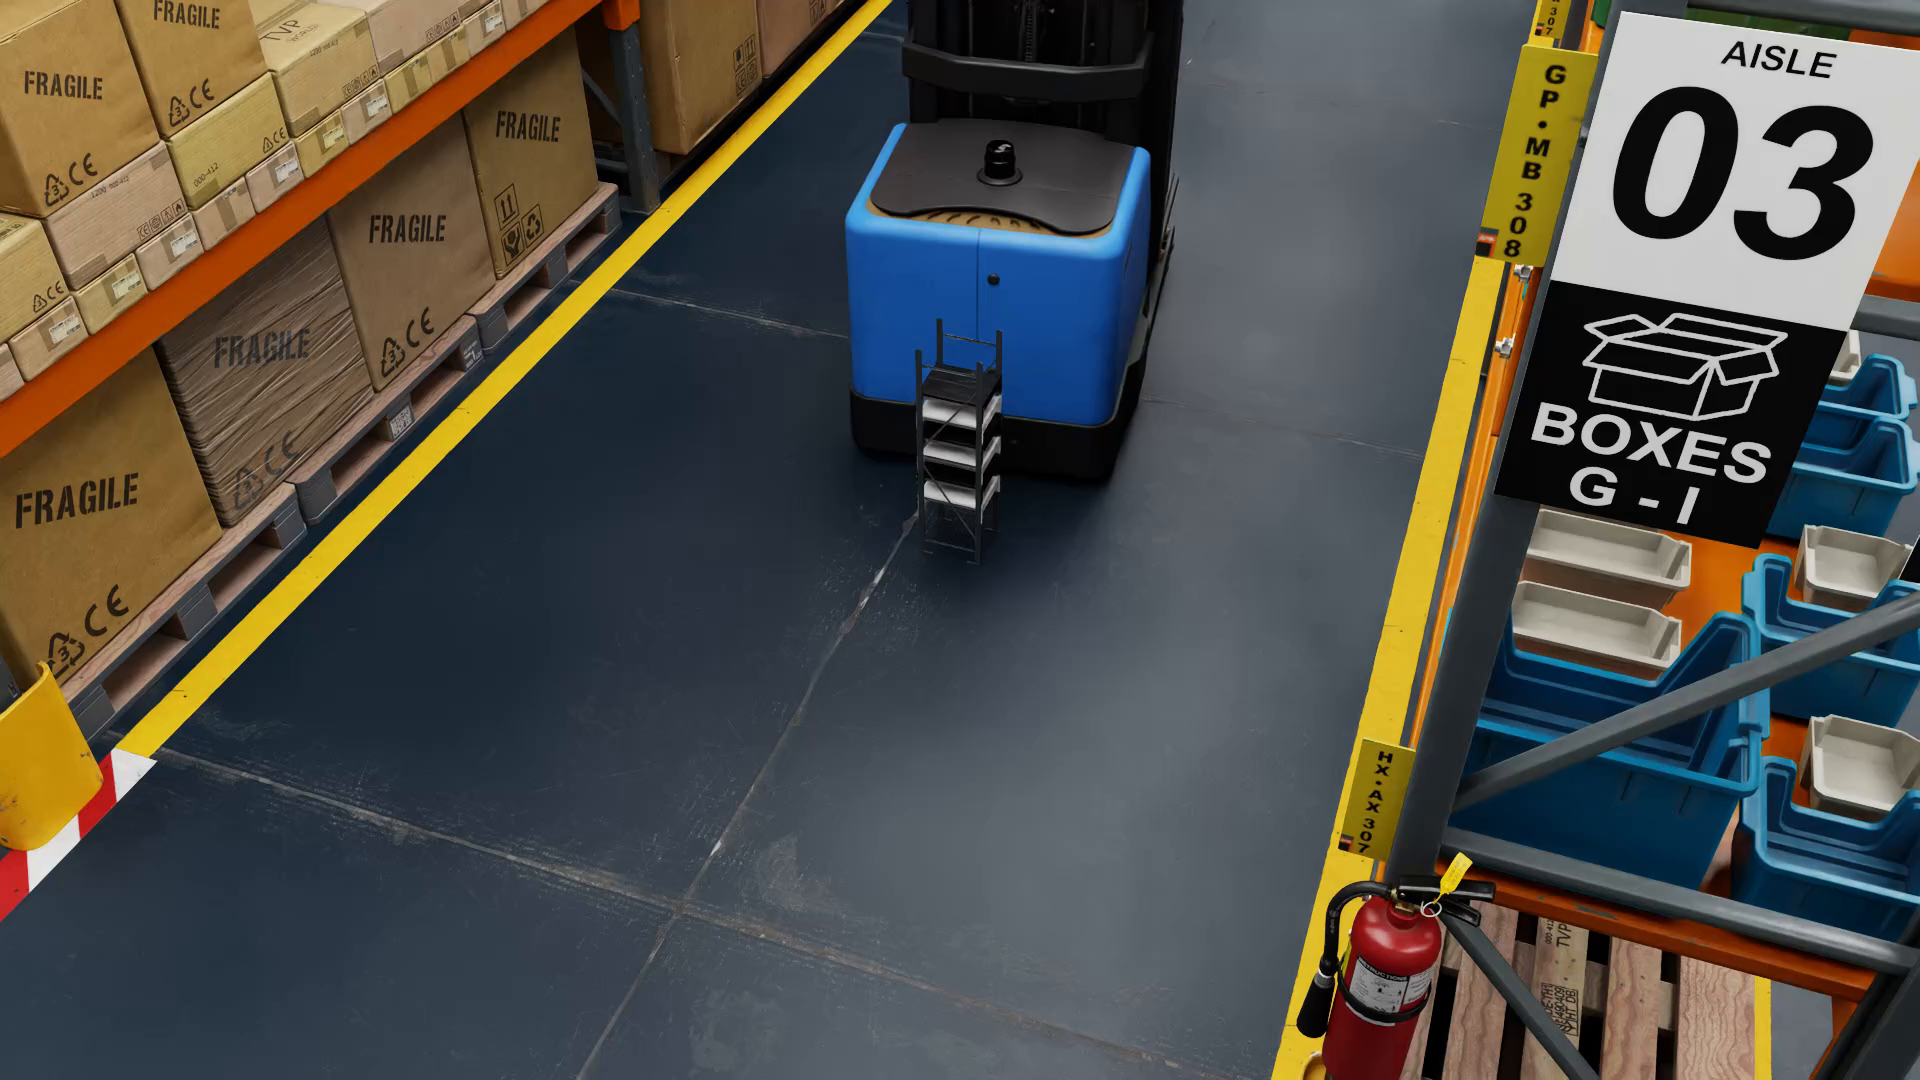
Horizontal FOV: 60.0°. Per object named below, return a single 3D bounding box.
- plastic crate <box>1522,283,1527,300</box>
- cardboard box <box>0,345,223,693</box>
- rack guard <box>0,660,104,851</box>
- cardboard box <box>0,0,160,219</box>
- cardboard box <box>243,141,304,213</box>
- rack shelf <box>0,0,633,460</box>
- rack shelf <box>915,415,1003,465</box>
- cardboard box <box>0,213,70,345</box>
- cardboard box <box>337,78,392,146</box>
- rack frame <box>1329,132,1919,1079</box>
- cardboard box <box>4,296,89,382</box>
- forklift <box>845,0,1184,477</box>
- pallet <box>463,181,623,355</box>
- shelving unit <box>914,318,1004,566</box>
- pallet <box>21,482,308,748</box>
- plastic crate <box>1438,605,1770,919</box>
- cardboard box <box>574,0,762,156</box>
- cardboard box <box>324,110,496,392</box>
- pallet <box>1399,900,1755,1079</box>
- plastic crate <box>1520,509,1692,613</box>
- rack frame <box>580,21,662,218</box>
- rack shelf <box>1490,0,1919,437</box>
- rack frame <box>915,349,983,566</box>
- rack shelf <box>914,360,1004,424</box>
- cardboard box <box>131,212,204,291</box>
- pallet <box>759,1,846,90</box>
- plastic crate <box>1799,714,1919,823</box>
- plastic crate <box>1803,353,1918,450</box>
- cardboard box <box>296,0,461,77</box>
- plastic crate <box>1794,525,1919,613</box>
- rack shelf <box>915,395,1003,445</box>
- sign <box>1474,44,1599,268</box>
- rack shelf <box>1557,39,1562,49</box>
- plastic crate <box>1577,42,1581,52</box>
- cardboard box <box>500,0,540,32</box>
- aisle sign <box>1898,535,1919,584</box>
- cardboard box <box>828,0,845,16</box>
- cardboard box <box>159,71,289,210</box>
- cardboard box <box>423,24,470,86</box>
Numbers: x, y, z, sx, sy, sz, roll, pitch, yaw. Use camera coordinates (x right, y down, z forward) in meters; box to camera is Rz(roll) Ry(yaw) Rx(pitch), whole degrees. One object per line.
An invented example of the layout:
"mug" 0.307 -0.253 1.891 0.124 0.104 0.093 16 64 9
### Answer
"plastic crate" 1.789 -0.588 4.711 0.416 0.233 0.300 13 42 15
"cardboard box" -3.183 -0.178 5.461 0.875 0.875 0.875 13 42 15
"rack guard" -3.335 0.547 5.224 1.175 0.500 0.348 13 42 15
"cardboard box" -2.738 -1.298 4.769 0.500 0.500 0.500 12 42 14
"cardboard box" -2.458 -1.251 5.599 0.380 0.149 0.250 13 42 15
"rack shelf" -2.643 -1.365 6.093 1.077 0.370 4.000 13 42 15
"rack shelf" -0.003 -0.380 5.915 0.258 0.077 0.200 13 42 15
"cardboard box" -2.909 -0.707 4.655 0.500 0.250 0.500 12 42 14
"cardboard box" -2.283 -1.565 5.967 0.380 0.149 0.250 14 42 16
"rack frame" 1.327 0.681 3.141 1.000 3.000 0.127 13 42 15
"cardboard box" -2.809 -0.623 4.863 0.380 0.149 0.250 13 42 14
"forklift" 0.384 -2.321 6.712 1.130 2.935 3.031 8 41 9
"pallet" -2.293 -1.351 7.671 1.003 0.211 1.213 13 42 15
"shelving unit" -0.003 -0.337 5.952 0.258 0.900 0.210 13 42 15
"pallet" -3.127 0.137 5.927 1.003 0.211 1.213 13 42 15
"plastic crate" 1.266 0.399 3.398 0.616 0.435 0.499 13 42 15
"cardboard box" -1.759 -2.604 8.305 1.225 0.875 0.875 13 42 15
"cardboard box" -2.568 -1.276 6.748 0.875 0.875 0.875 13 42 15
"pallet" 1.646 1.247 4.626 1.003 0.211 1.213 13 42 15
"plastic crate" 1.549 0.047 4.041 0.396 0.136 0.243 13 42 15
"rack frame" -1.959 -2.858 7.289 1.000 3.000 0.127 13 42 15
"rack shelf" 2.011 -1.407 3.831 1.077 0.370 4.000 13 42 15
"rack frame" -0.038 -0.275 5.879 0.240 0.900 0.006 13 42 15
"rack shelf" -0.003 -0.517 5.799 0.258 0.077 0.200 13 42 15
"cardboard box" -2.634 -0.939 5.233 0.380 0.149 0.250 13 42 14
"pallet" -1.351 -3.031 9.640 1.003 0.211 1.213 13 42 15
"plastic crate" 1.909 0.503 3.506 0.250 0.136 0.298 13 42 15
"plastic crate" 2.274 -0.342 4.423 0.416 0.233 0.300 13 42 15
"cardboard box" -2.213 -1.959 6.122 0.500 0.250 0.500 14 42 16
"plastic crate" 2.141 0.090 3.991 0.250 0.136 0.298 13 42 15
"rack shelf" -0.003 -0.449 5.857 0.258 0.077 0.200 13 42 15
"sign" 0.805 -0.533 2.333 0.100 0.325 0.005 13 42 15
"rack shelf" 3.379 -2.705 7.664 1.077 0.370 4.000 13 42 15
"plastic crate" 2.154 -1.317 5.387 0.402 0.464 0.583 13 42 15
"cardboard box" -1.931 -2.190 6.700 0.380 0.149 0.250 13 42 14
"aisle sign" 1.582 -0.198 2.169 0.394 0.787 0.004 13 42 15
"cardboard box" -1.159 -3.691 9.579 1.225 0.875 0.875 13 42 15
"cardboard box" -2.562 -1.332 5.386 0.500 0.250 0.500 12 42 14
"cardboard box" -2.107 -1.876 6.332 0.380 0.149 0.250 14 42 16
